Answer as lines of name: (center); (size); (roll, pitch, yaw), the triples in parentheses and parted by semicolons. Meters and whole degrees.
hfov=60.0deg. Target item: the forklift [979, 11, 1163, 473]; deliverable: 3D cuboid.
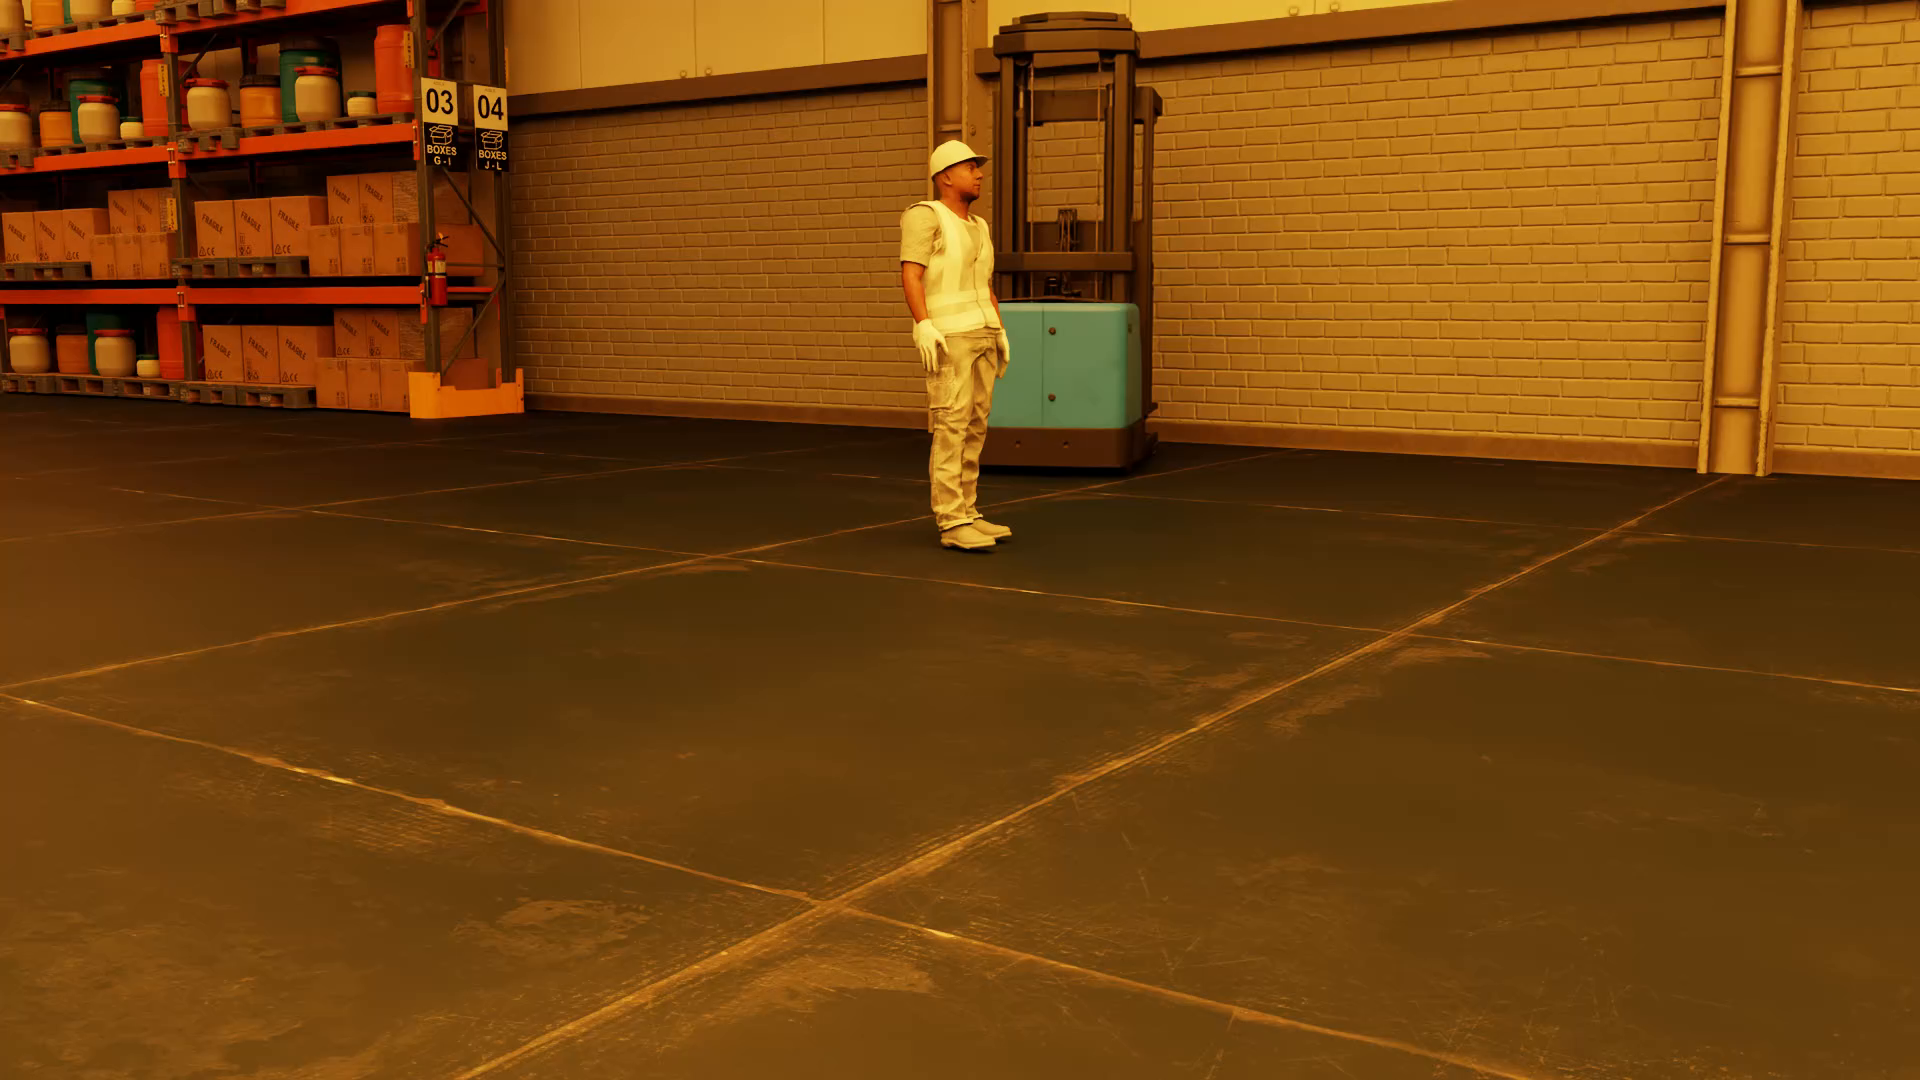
forklift: (0.812, -2.043, 11.561); (1.130, 2.935, 3.031); (2, 8, 12)

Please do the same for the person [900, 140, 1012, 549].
person: (0.056, -0.883, 7.431); (0.575, 1.784, 0.656); (5, 10, 34)
